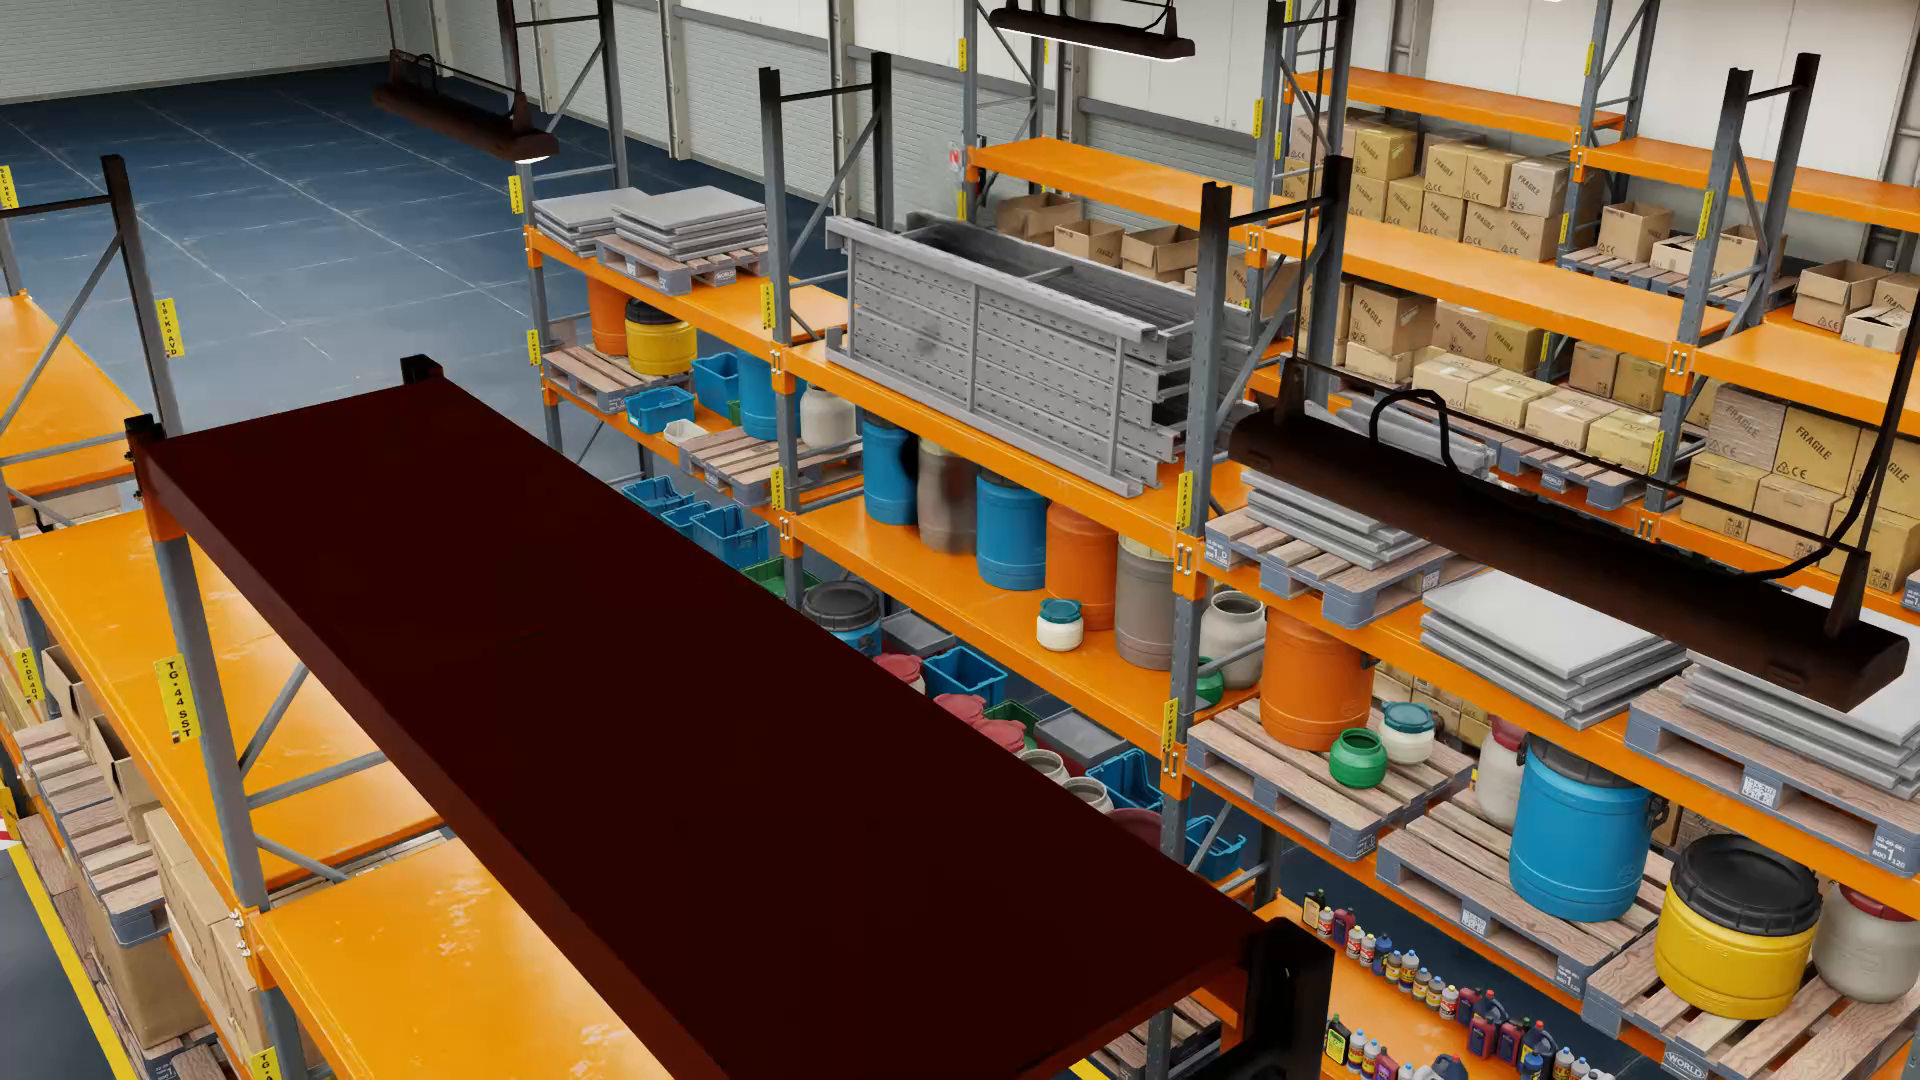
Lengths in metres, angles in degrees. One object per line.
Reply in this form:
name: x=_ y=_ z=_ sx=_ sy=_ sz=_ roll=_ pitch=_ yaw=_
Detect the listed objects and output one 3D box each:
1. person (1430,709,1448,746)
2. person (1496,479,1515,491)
person: x=3.302 y=1.933 z=12.061 sx=0.788 sy=1.608 sz=0.574 roll=23 pitch=34 yaw=39
person: x=5.437 y=-0.341 z=16.997 sx=0.467 sy=1.587 sz=0.534 roll=23 pitch=34 yaw=39
